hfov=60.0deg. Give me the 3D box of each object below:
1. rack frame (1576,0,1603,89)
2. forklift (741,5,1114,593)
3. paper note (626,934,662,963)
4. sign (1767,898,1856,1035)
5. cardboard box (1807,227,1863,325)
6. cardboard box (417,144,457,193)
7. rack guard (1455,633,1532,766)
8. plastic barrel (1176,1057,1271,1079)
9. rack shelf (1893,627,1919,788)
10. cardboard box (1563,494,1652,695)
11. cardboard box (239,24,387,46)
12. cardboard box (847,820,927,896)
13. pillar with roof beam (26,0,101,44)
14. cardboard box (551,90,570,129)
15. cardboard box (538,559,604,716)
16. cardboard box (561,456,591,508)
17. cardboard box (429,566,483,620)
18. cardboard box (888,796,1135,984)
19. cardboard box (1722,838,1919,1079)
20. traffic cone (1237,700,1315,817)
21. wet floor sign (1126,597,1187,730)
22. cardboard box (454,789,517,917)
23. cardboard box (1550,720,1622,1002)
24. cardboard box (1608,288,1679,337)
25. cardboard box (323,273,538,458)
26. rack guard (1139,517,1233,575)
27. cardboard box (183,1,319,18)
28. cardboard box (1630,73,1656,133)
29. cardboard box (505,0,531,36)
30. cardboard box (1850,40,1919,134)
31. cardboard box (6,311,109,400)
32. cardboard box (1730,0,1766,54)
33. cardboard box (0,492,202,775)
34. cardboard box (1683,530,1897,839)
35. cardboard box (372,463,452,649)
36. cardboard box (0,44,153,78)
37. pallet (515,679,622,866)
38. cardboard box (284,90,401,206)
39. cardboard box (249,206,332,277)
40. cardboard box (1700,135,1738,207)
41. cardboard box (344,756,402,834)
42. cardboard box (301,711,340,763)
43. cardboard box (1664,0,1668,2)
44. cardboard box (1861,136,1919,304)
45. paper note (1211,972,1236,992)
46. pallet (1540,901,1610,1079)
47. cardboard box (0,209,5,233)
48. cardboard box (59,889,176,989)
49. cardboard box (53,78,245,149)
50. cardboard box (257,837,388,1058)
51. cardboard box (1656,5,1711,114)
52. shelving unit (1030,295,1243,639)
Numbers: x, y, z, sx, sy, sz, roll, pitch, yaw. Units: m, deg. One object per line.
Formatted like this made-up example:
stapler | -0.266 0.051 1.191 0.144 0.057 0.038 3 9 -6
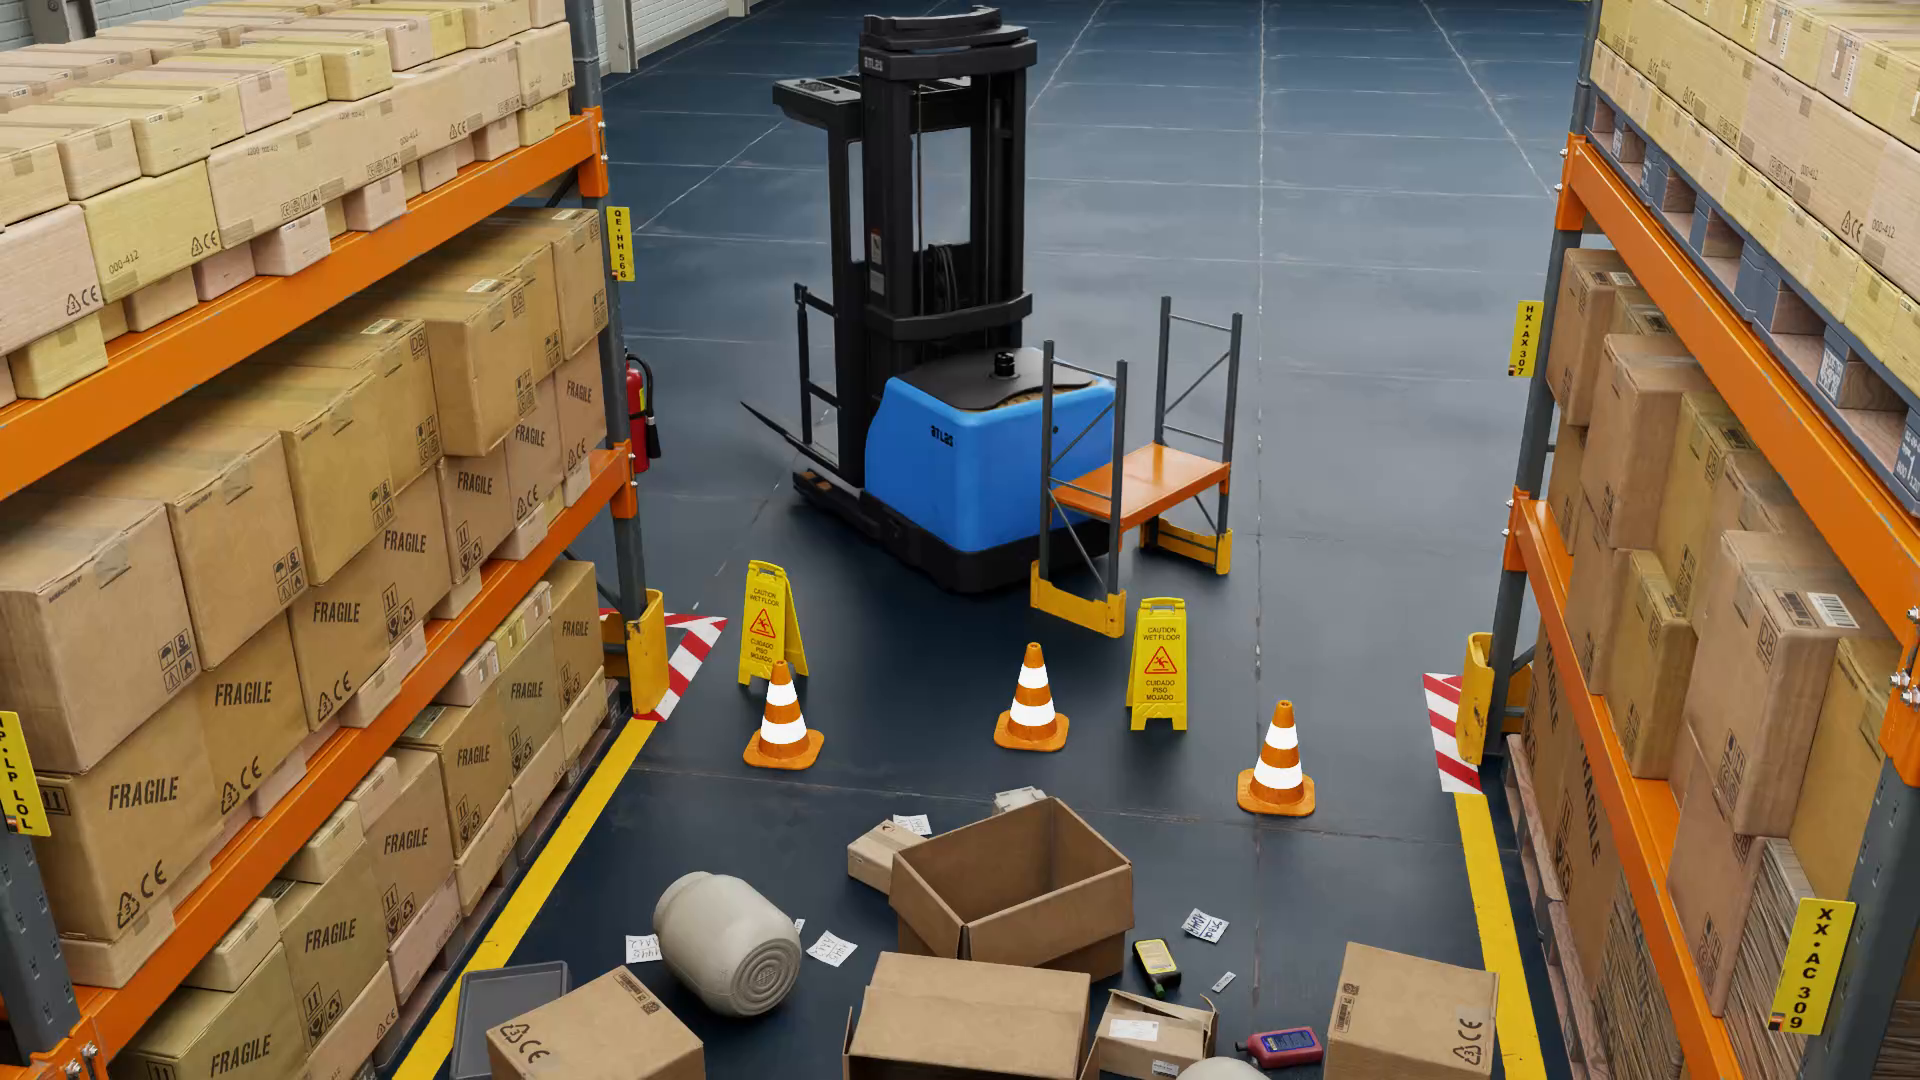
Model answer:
rack frame | 2.884 -3.078 5.711 1.000 3.000 0.127 4 25 9
forklift | -0.373 -1.615 9.743 1.130 2.935 3.031 -16 29 -30
paper note | -1.208 1.561 6.380 0.142 0.019 0.148 -5 25 -10
sign | 1.683 0.846 3.290 0.100 0.325 0.005 4 25 9
cardboard box | 2.057 -0.557 3.545 0.380 0.149 0.250 4 25 9
cardboard box | -1.984 -1.314 5.777 0.380 0.149 0.250 4 25 8
rack guard | 2.888 0.761 7.535 1.175 0.500 0.348 4 25 9
plastic barrel | 0.903 1.898 5.196 0.421 0.421 0.512 -20 32 -36
rack shelf | 1.904 1.116 1.139 1.077 0.370 4.000 4 25 9
cardboard box | 2.585 0.186 5.637 0.875 0.550 0.550 4 25 9
cardboard box | -2.091 -1.581 5.406 0.380 0.149 0.250 3 25 7
cardboard box | -0.237 1.317 6.760 0.380 0.149 0.250 19 31 35
pillar with roof beam | -2.688 -5.704 11.320 9.100 9.000 0.400 4 25 9
cardboard box | -1.798 -1.738 6.683 0.380 0.149 0.250 4 25 9
cardboard box | -1.889 0.407 7.206 0.500 0.500 0.500 4 25 9
cardboard box | -1.798 -0.263 7.070 0.380 0.149 0.250 4 25 8
cardboard box | -2.006 0.163 6.160 0.380 0.149 0.250 4 25 8
cardboard box | 0.195 1.379 6.211 0.797 0.503 0.637 -14 29 -27
cardboard box | 2.279 1.089 3.709 0.875 0.550 0.550 4 25 9
traffic cone | 1.397 0.912 7.257 0.336 0.463 0.334 4 25 9
wet floor sign | 0.936 0.556 7.801 0.267 0.644 0.232 0 25 -1
cardboard box | -2.055 1.185 6.427 0.500 0.250 0.500 3 25 7
cardboard box | 2.697 1.067 5.942 0.875 0.875 0.875 4 25 8
cardboard box | 2.787 -0.529 5.892 0.875 0.550 0.550 4 25 9
cardboard box | -1.956 -0.634 5.919 0.700 0.500 0.500 4 25 8
rack guard | 1.280 -0.008 9.471 0.587 0.250 0.087 21 32 37
cardboard box | -2.517 -1.827 5.931 0.380 0.149 0.250 4 25 8
cardboard box | 2.389 -1.403 5.353 0.380 0.149 0.250 4 25 9
cardboard box | -1.860 -2.001 6.303 0.380 0.149 0.250 4 25 9
cardboard box | 2.059 -0.915 3.371 0.380 0.149 0.250 4 25 8
cardboard box | -2.276 -0.452 3.936 0.380 0.149 0.250 4 25 9
cardboard box | 2.224 -1.340 4.278 0.380 0.149 0.250 4 25 9
cardboard box | -2.383 0.209 4.116 0.700 0.500 0.500 4 25 8
cardboard box | 2.300 0.365 3.982 0.875 0.550 0.550 4 25 9
cardboard box | -2.106 0.033 5.672 0.500 0.500 0.500 4 25 9
cardboard box | -2.674 -1.398 5.015 0.380 0.149 0.250 4 25 9
pallet | -2.196 0.970 7.428 1.003 0.211 1.213 4 25 9
cardboard box | -2.077 -1.215 5.096 0.500 0.250 0.500 4 25 9
cardboard box | -2.079 -0.880 4.850 0.380 0.149 0.250 4 25 7
cardboard box | 2.223 -0.981 4.453 0.380 0.149 0.250 4 25 8
cardboard box | -2.104 0.829 5.539 0.380 0.149 0.250 5 26 12
cardboard box | -2.210 0.578 5.273 0.380 0.149 0.250 4 25 8
cardboard box | 2.390 -1.767 5.192 0.380 0.149 0.250 4 25 9
cardboard box | 2.058 -0.573 3.110 0.500 0.250 0.500 4 25 8
paper note | 0.985 1.651 6.212 0.032 0.001 0.123 19 31 35
pallet | 2.629 1.750 5.761 1.003 0.211 1.213 4 25 9
cardboard box | -2.296 -0.704 3.533 0.380 0.149 0.250 4 25 8
cardboard box | -2.301 1.015 4.339 0.380 0.149 0.250 4 25 8
cardboard box | -2.170 -1.140 4.464 0.380 0.149 0.250 3 25 7
cardboard box | -2.231 1.274 5.354 0.500 0.500 0.500 5 26 11
cardboard box | 2.389 -1.414 4.908 0.500 0.250 0.500 4 25 8
shelving unit | 0.950 -0.416 8.869 0.587 1.500 1.083 21 32 37
